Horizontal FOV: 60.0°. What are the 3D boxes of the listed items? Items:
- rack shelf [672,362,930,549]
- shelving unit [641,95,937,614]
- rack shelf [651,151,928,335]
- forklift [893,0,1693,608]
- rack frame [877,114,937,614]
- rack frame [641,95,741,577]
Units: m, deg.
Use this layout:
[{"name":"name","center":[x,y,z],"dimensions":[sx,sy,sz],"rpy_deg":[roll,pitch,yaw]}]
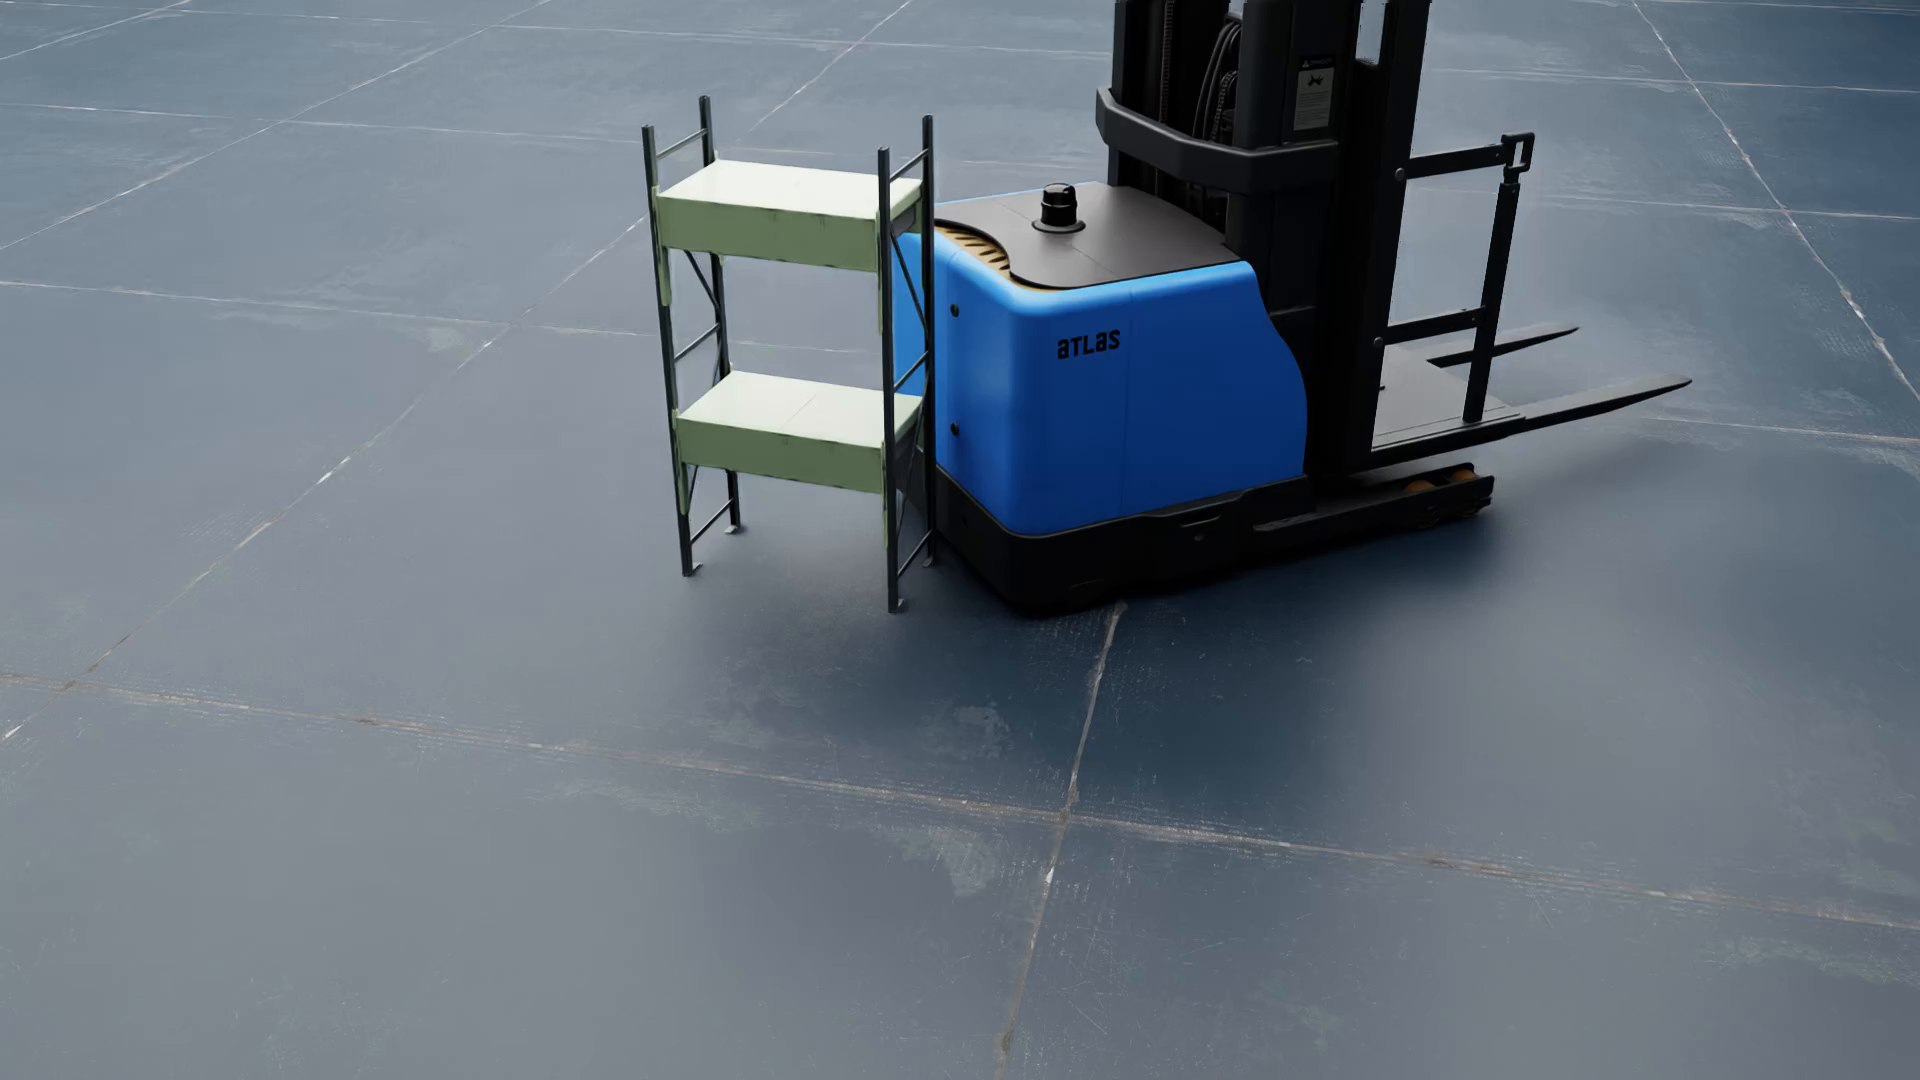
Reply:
[{"name":"rack shelf","center":[-0.501,-0.283,5.384],"dimensions":[0.720,0.370,0.431],"rpy_deg":[9,30,17]},{"name":"shelving unit","center":[-0.501,-0.569,5.228],"dimensions":[0.755,1.500,0.431],"rpy_deg":[9,30,17]},{"name":"rack shelf","center":[-0.501,-0.911,5.040],"dimensions":[0.720,0.370,0.431],"rpy_deg":[9,30,17]},{"name":"forklift","center":[1.320,-1.541,5.513],"dimensions":[3.031,2.935,1.130],"rpy_deg":[-13,31,-22]},{"name":"rack frame","center":[-0.154,-0.512,5.124],"dimensions":[0.023,1.500,0.400],"rpy_deg":[9,30,17]},{"name":"rack frame","center":[-0.847,-0.626,5.332],"dimensions":[0.023,1.500,0.400],"rpy_deg":[9,30,17]}]
